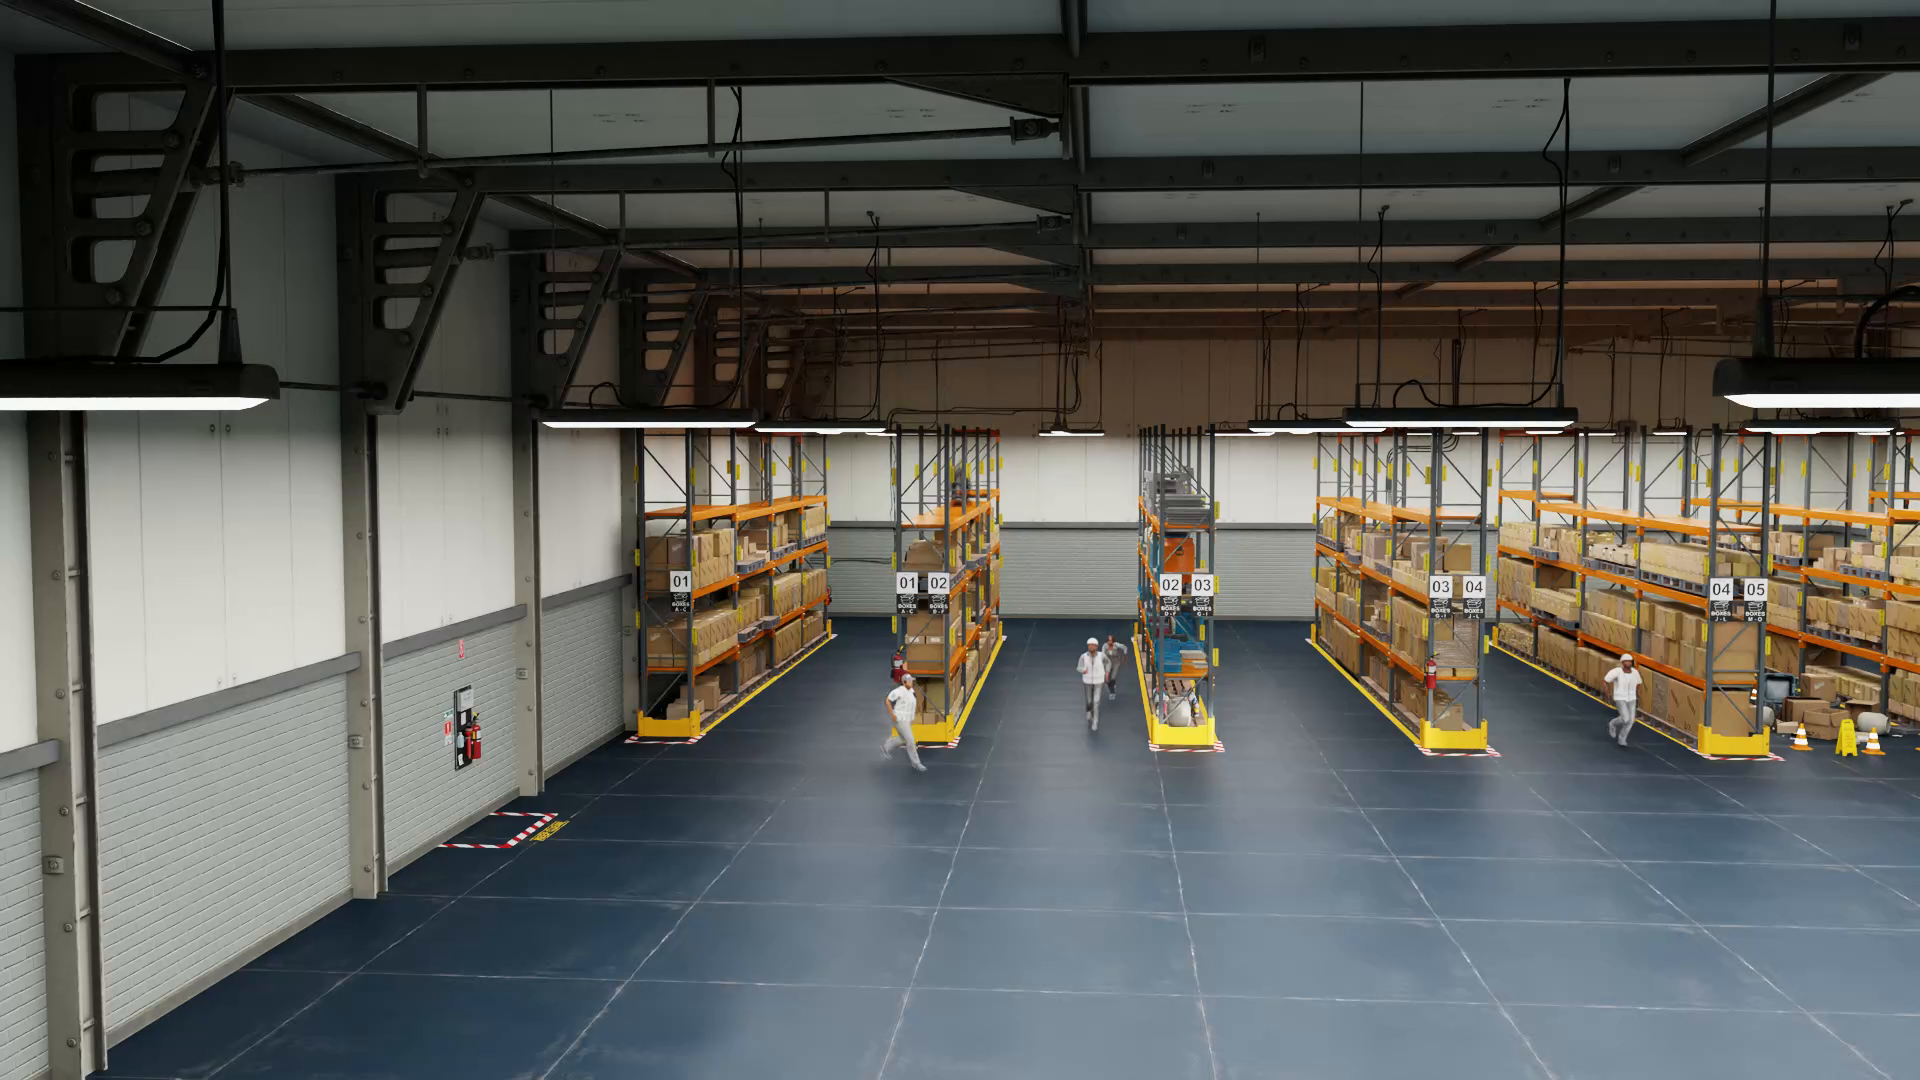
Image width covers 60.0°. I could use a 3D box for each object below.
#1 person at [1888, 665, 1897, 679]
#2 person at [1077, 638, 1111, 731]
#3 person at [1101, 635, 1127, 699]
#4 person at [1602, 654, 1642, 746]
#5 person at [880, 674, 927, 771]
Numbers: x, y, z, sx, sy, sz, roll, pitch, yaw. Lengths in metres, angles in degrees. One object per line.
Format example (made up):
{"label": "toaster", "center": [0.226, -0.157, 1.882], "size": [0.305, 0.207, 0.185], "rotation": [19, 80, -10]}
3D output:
{"label": "person", "center": [21.144, 2.655, 37.670], "size": [0.526, 1.577, 0.758], "rotation": [0, 3, -3]}
{"label": "person", "center": [2.657, 2.828, 32.988], "size": [0.668, 1.792, 0.967], "rotation": [1, 4, 12]}
{"label": "person", "center": [3.367, 2.785, 36.418], "size": [0.569, 1.467, 0.760], "rotation": [1, 4, 12]}
{"label": "person", "center": [12.418, 2.981, 31.049], "size": [0.702, 1.721, 0.606], "rotation": [0, 4, -8]}
{"label": "person", "center": [-0.997, 3.144, 28.896], "size": [0.950, 1.668, 0.629], "rotation": [2, 4, 32]}
